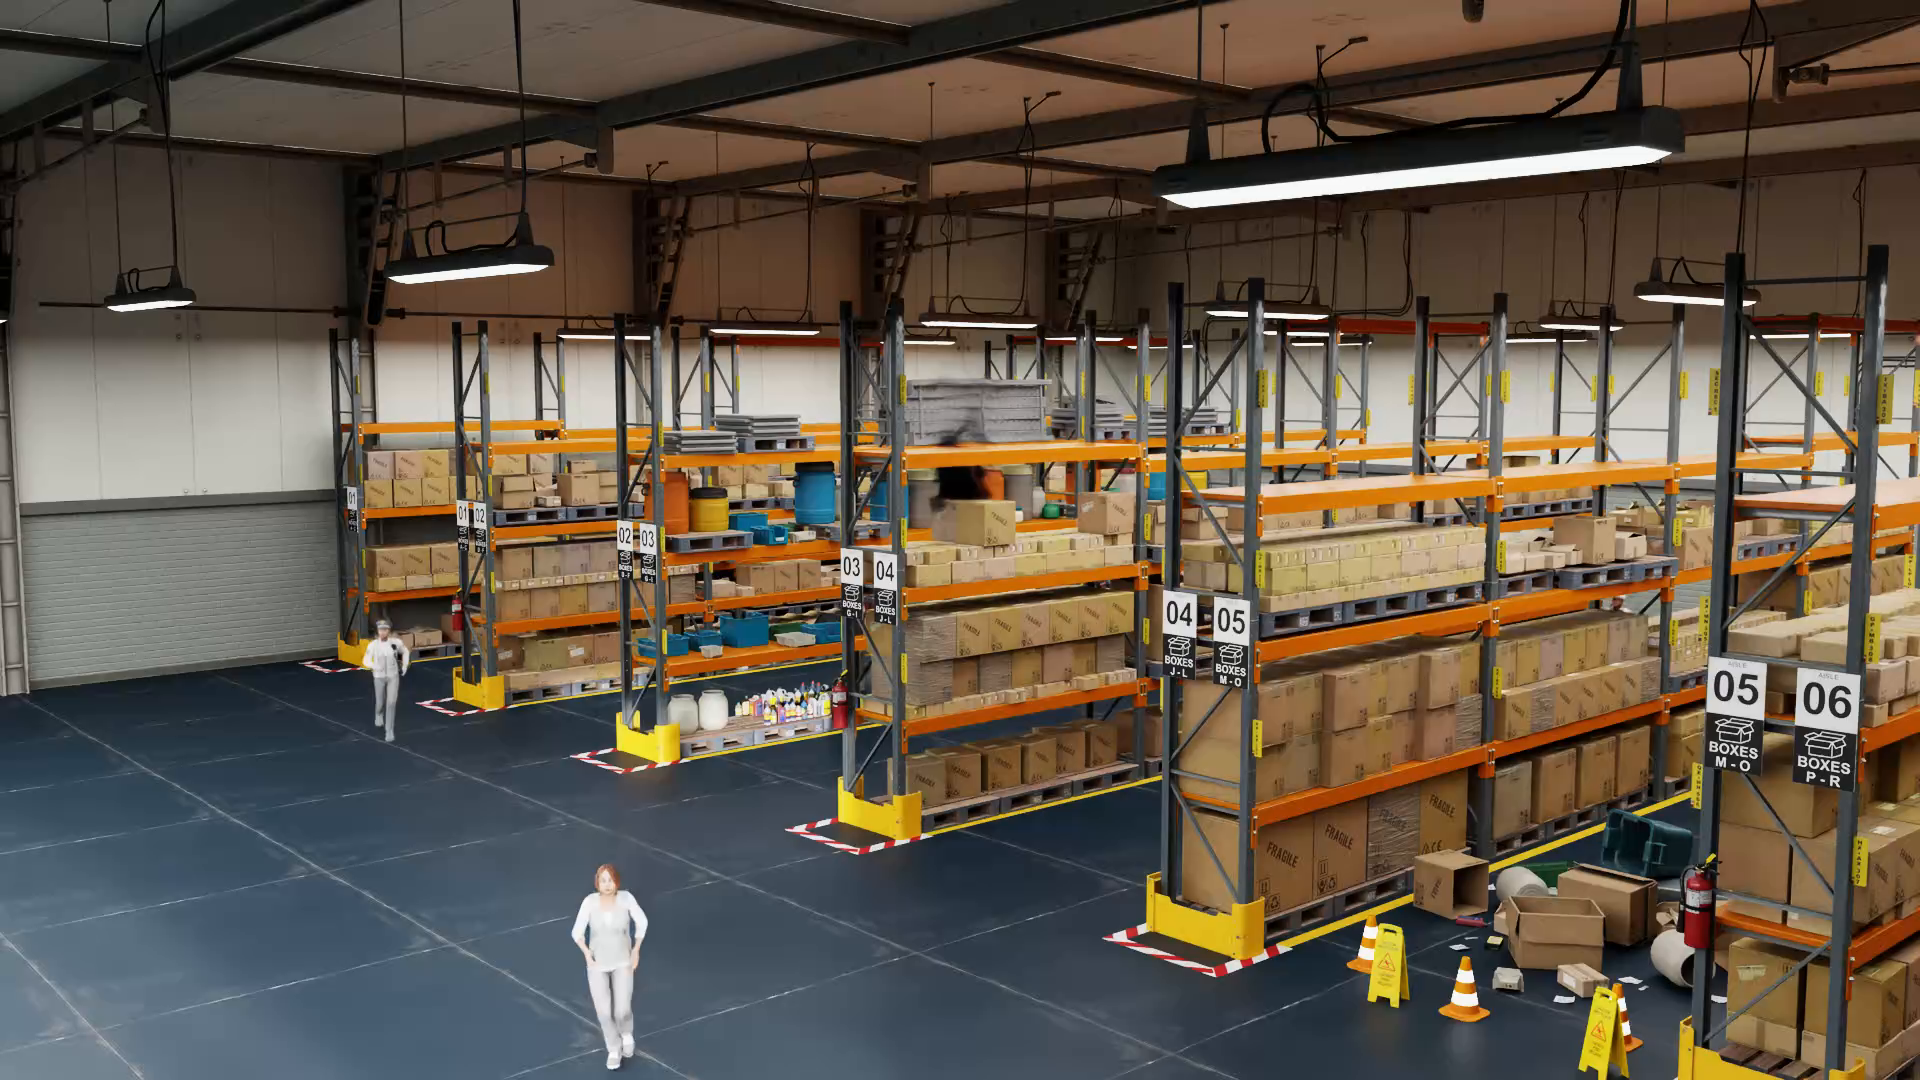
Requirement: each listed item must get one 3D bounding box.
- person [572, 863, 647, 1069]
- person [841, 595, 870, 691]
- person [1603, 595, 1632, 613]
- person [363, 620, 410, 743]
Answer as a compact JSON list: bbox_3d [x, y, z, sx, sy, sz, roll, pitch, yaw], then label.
[{"bbox_3d":[-2.599,3.171,12.322,0.541,1.565,0.517,-1,6,-6],"label":"person"},{"bbox_3d":[-1.658,1.671,27.172,0.554,1.623,0.546,-5,8,-44],"label":"person"},{"bbox_3d":[10.586,1.664,26.864,0.649,1.728,0.613,5,7,40],"label":"person"},{"bbox_3d":[-8.213,1.973,23.838,0.625,1.708,0.923,-2,6,-17],"label":"person"}]
